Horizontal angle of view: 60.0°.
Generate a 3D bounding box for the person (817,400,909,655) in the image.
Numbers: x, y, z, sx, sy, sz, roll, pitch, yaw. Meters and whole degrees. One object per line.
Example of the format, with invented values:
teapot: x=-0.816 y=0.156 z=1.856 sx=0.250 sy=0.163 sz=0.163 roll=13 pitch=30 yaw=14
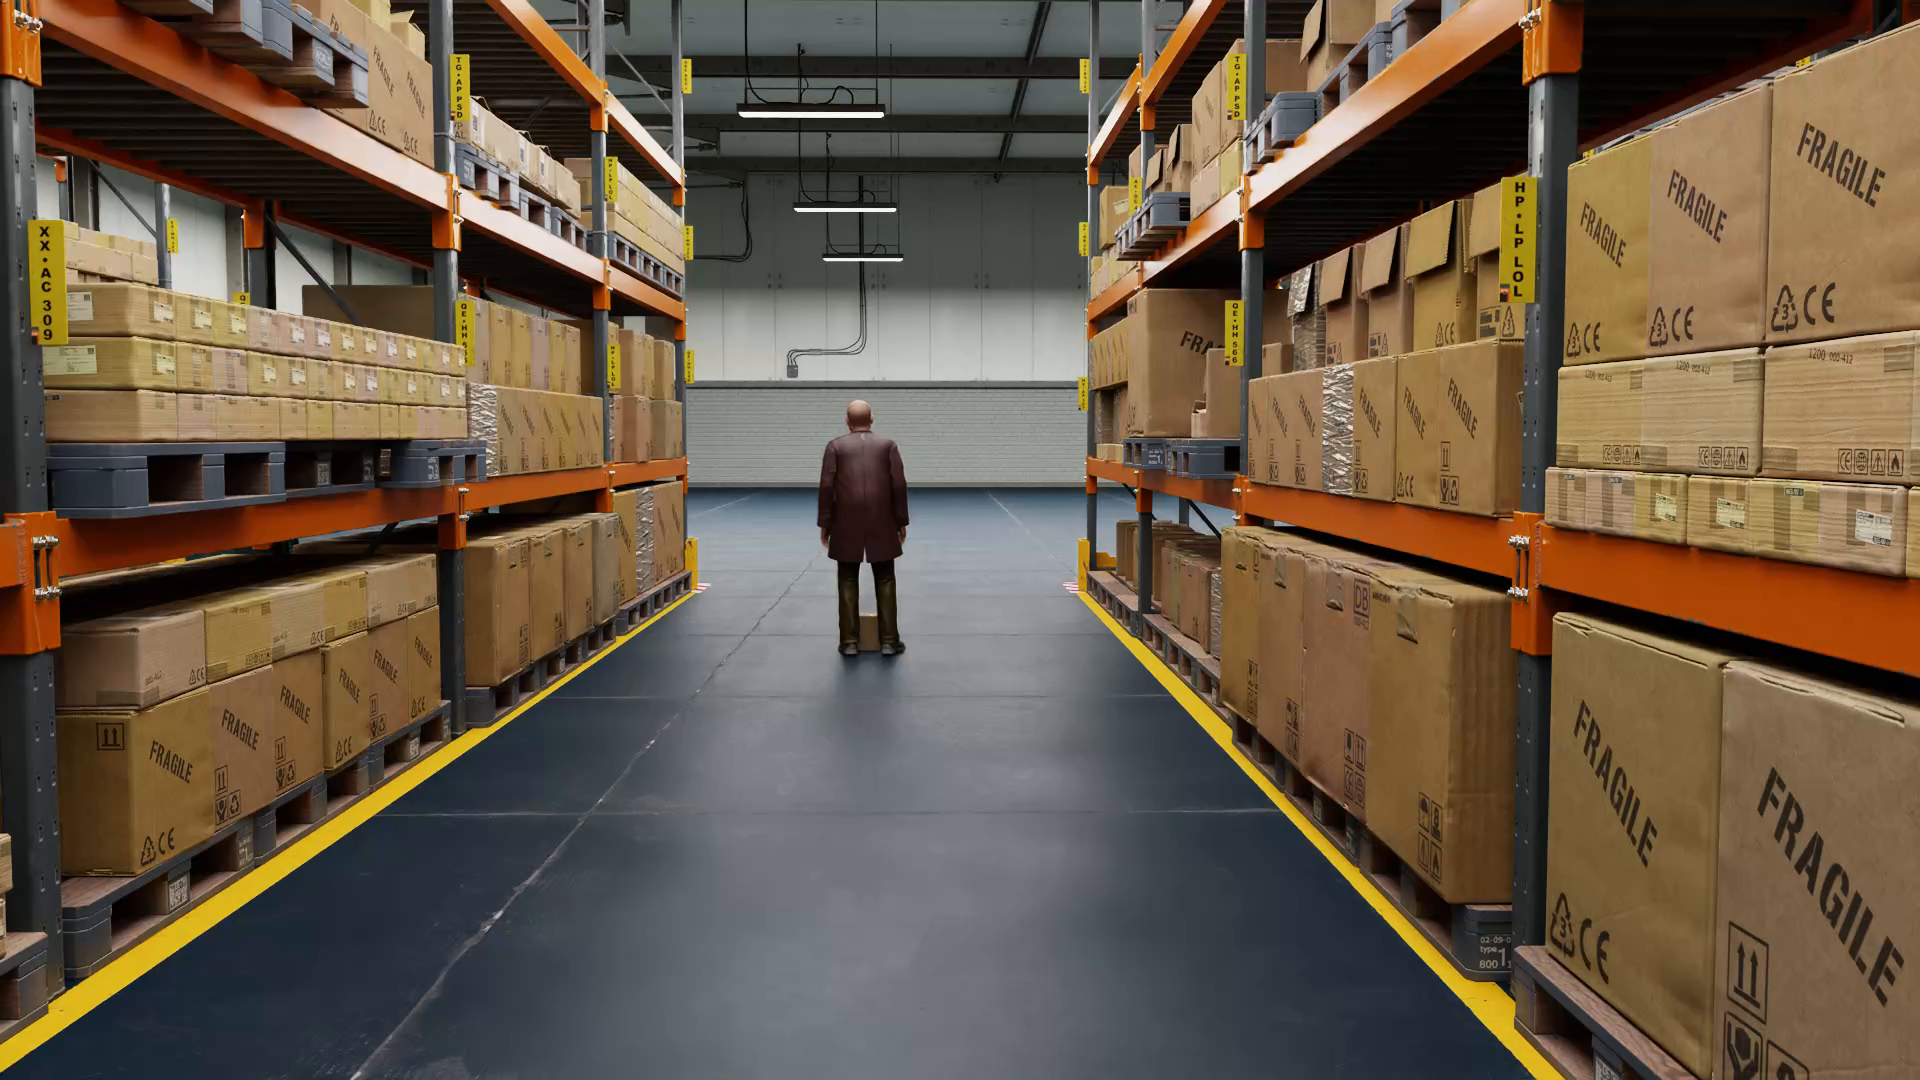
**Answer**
person: x=-0.677 y=-0.089 z=11.614 sx=0.646 sy=1.772 sz=0.429 roll=0 pitch=4 yaw=-5
